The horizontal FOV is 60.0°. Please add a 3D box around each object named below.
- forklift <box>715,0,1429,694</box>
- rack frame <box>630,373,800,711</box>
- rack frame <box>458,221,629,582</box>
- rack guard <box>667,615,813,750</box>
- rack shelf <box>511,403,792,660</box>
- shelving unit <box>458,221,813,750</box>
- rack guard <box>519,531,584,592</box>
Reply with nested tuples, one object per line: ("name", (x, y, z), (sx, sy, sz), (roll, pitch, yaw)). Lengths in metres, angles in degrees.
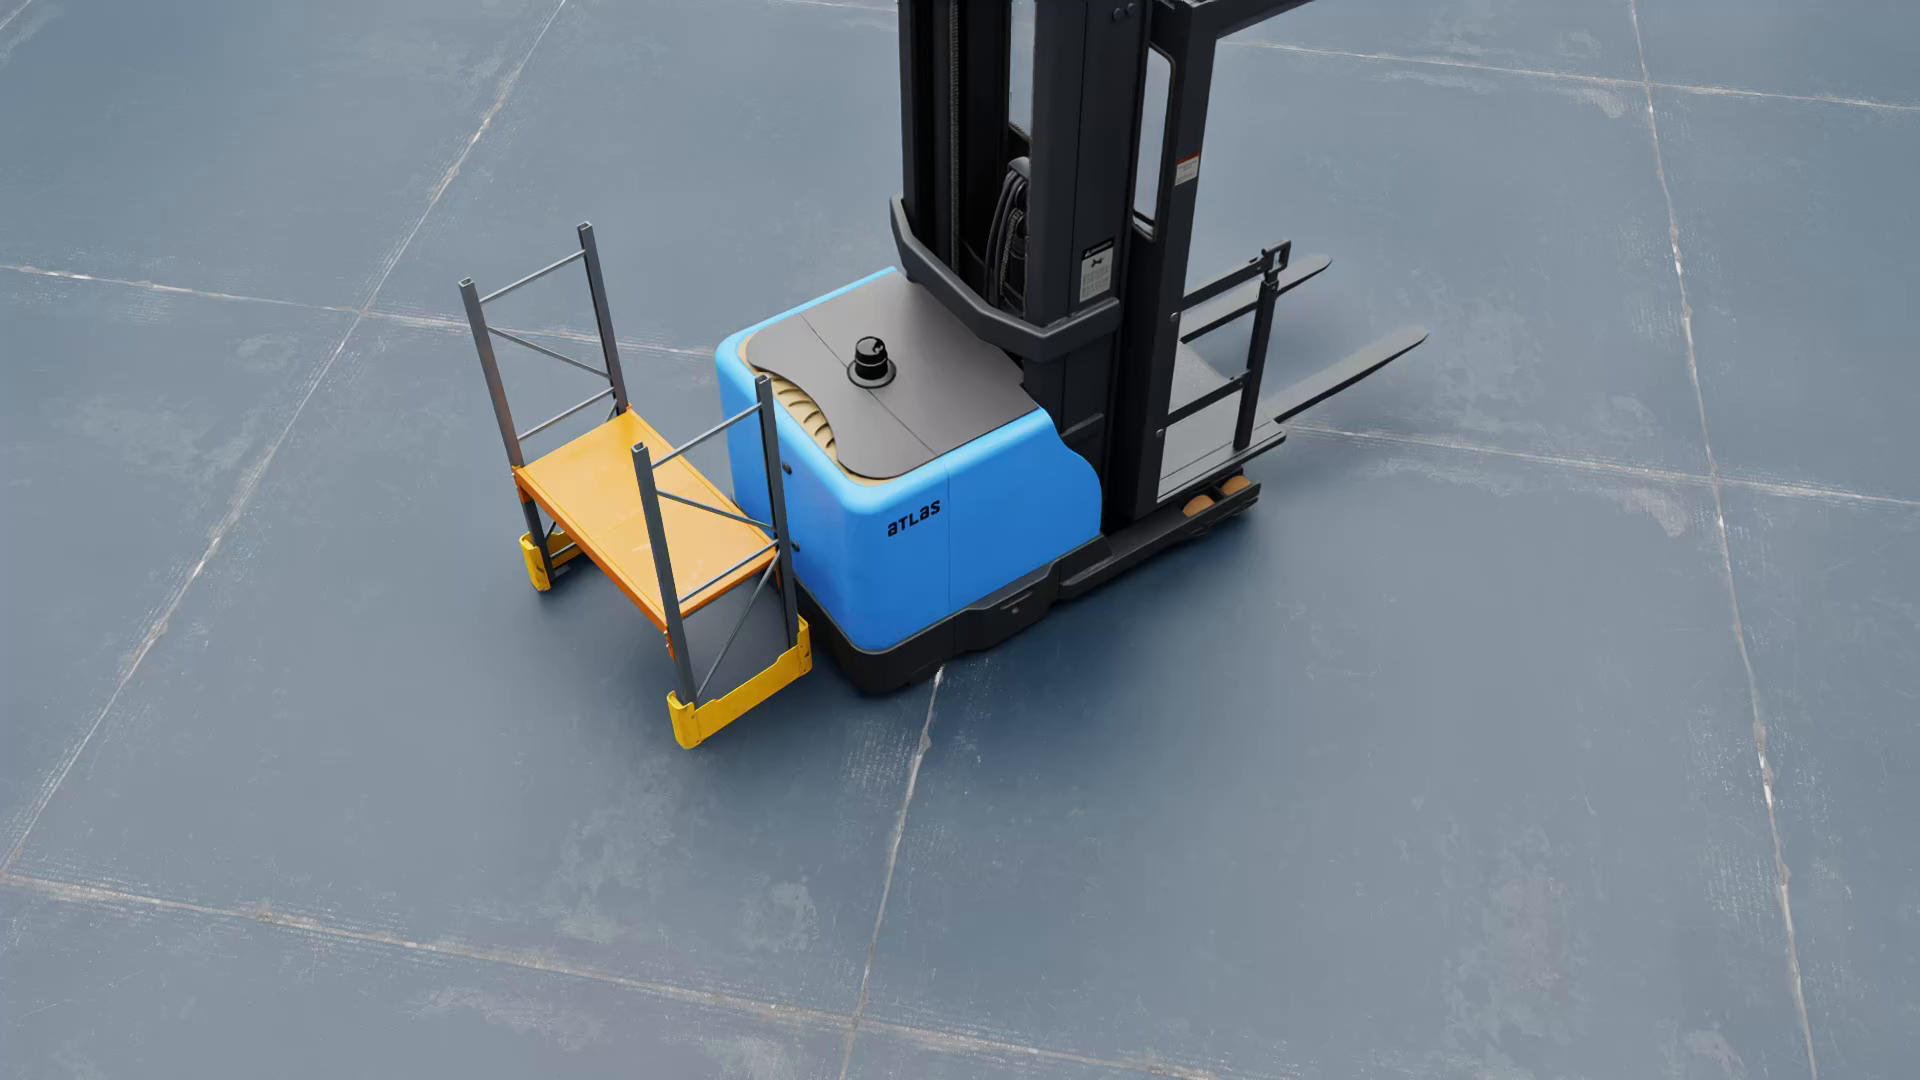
("forklift", (0.611, -1.296, 5.916), (3.031, 2.935, 1.130), (-27, 54, -22))
("rack frame", (-0.785, 0.111, 5.614), (0.500, 1.500, 0.032), (-33, 56, -26))
("rack frame", (-1.453, -0.459, 6.126), (0.500, 1.500, 0.032), (-33, 56, -26))
("rack guard", (-0.798, 0.518, 6.089), (0.587, 0.250, 0.087), (-33, 56, -26))
("rack shelf", (-1.119, -0.054, 6.004), (0.538, 0.185, 1.000), (-33, 56, -26))
("shelving unit", (-1.125, -0.179, 5.875), (0.587, 1.500, 1.083), (-33, 56, -26))
("rack guard", (-1.452, -0.041, 6.590), (0.587, 0.250, 0.087), (-33, 56, -26))
